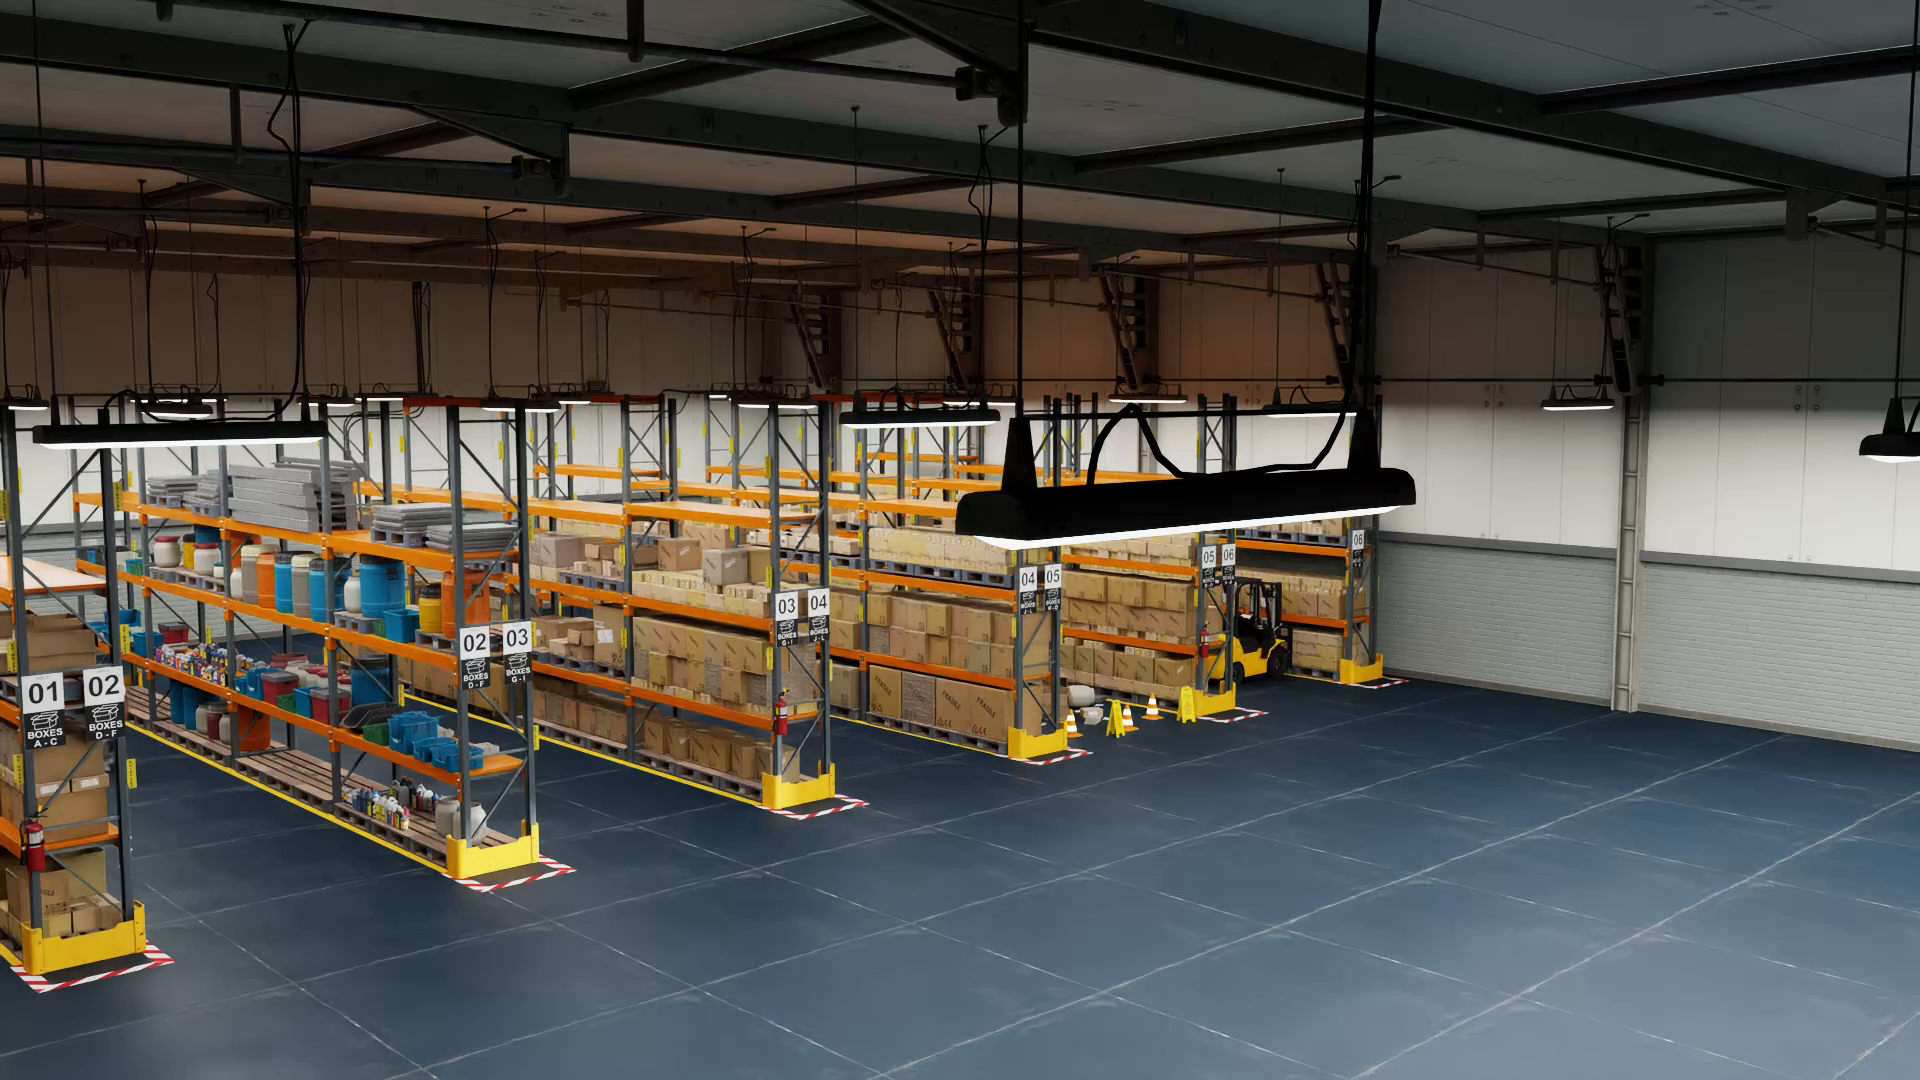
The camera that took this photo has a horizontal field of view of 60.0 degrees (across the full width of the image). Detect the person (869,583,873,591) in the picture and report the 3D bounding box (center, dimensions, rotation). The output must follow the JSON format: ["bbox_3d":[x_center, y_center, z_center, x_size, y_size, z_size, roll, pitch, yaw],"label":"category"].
[{"bbox_3d":[-2.016,1.808,36.112,0.463,1.735,0.595,5,7,42],"label":"person"}]

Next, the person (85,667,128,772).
[{"bbox_3d":[-13.899,2.858,27.044,0.672,1.746,0.619,-5,8,-44],"label":"person"}]
